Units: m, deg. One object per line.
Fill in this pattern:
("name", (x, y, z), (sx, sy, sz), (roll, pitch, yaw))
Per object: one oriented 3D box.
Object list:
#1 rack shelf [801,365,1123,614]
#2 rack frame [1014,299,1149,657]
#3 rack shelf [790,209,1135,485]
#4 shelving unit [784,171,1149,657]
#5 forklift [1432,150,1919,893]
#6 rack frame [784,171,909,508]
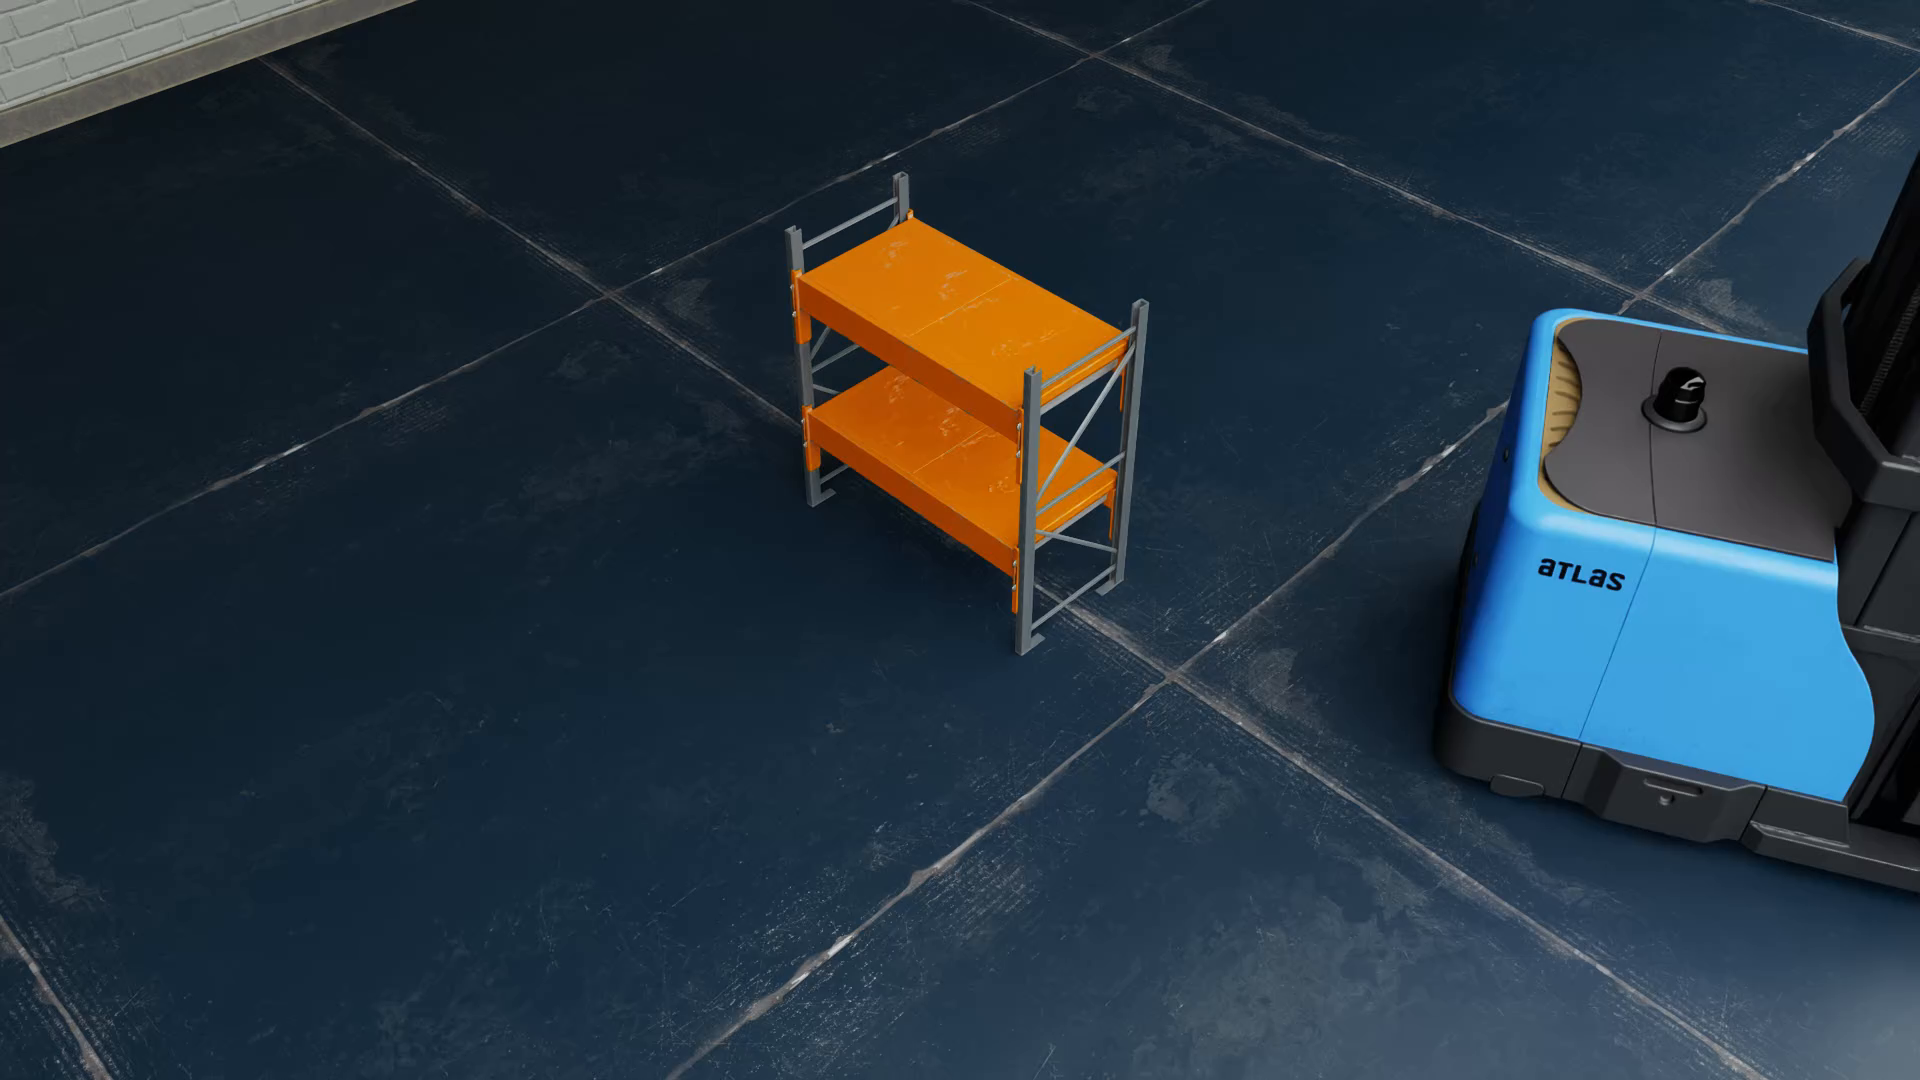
("rack shelf", (0.005, -0.230, 5.531), (0.538, 0.278, 1.000), (-34, 53, -31))
("rack frame", (0.364, -0.166, 5.100), (0.500, 1.125, 0.032), (-34, 53, -31))
("rack shelf", (0.005, -0.625, 5.166), (0.538, 0.278, 1.000), (-34, 53, -31))
("shelving unit", (0.005, -0.410, 5.365), (0.538, 1.125, 1.048), (-34, 53, -31))
("forklift", (2.987, -0.368, 3.988), (3.031, 2.935, 1.130), (13, 44, 13))
("rack frame", (-0.354, -0.654, 5.629), (0.500, 1.125, 0.032), (-34, 53, -31))
